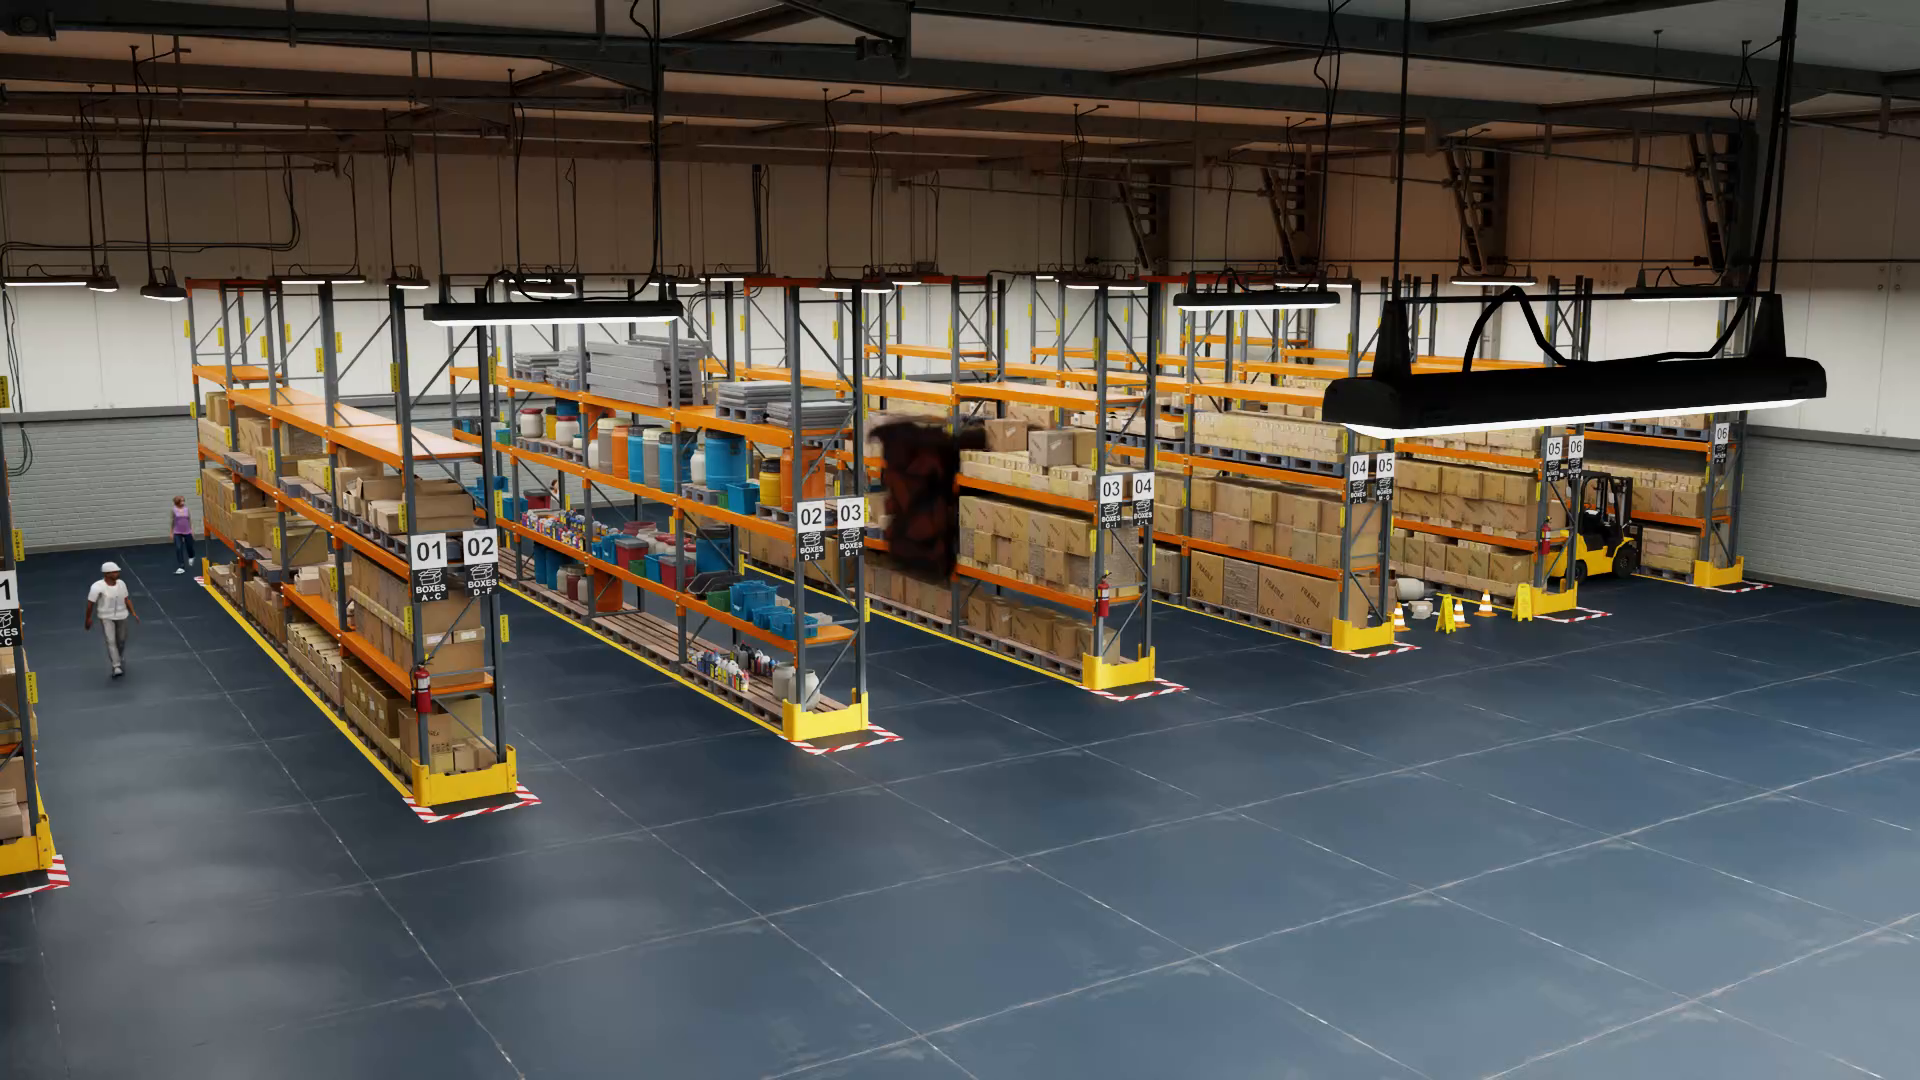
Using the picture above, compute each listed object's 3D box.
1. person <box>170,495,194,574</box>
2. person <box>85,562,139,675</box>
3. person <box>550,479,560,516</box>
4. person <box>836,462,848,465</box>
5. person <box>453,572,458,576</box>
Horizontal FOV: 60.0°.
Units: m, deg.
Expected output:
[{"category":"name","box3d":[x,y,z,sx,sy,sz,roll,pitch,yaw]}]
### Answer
[{"category":"person","box3d":[-15.945,-0.142,34.065,0.432,1.578,0.750,-3,10,-18]},{"category":"person","box3d":[-13.155,1.195,25.780,0.757,1.723,1.080,-7,12,-37]},{"category":"person","box3d":[-8.786,-0.519,36.229,0.537,1.621,1.064,-7,12,-36]},{"category":"person","box3d":[-2.831,-1.056,39.226,0.369,1.698,0.545,-6,11,-31]},{"category":"person","box3d":[-9.888,0.028,32.746,0.633,1.677,0.998,-1,10,-8]}]
